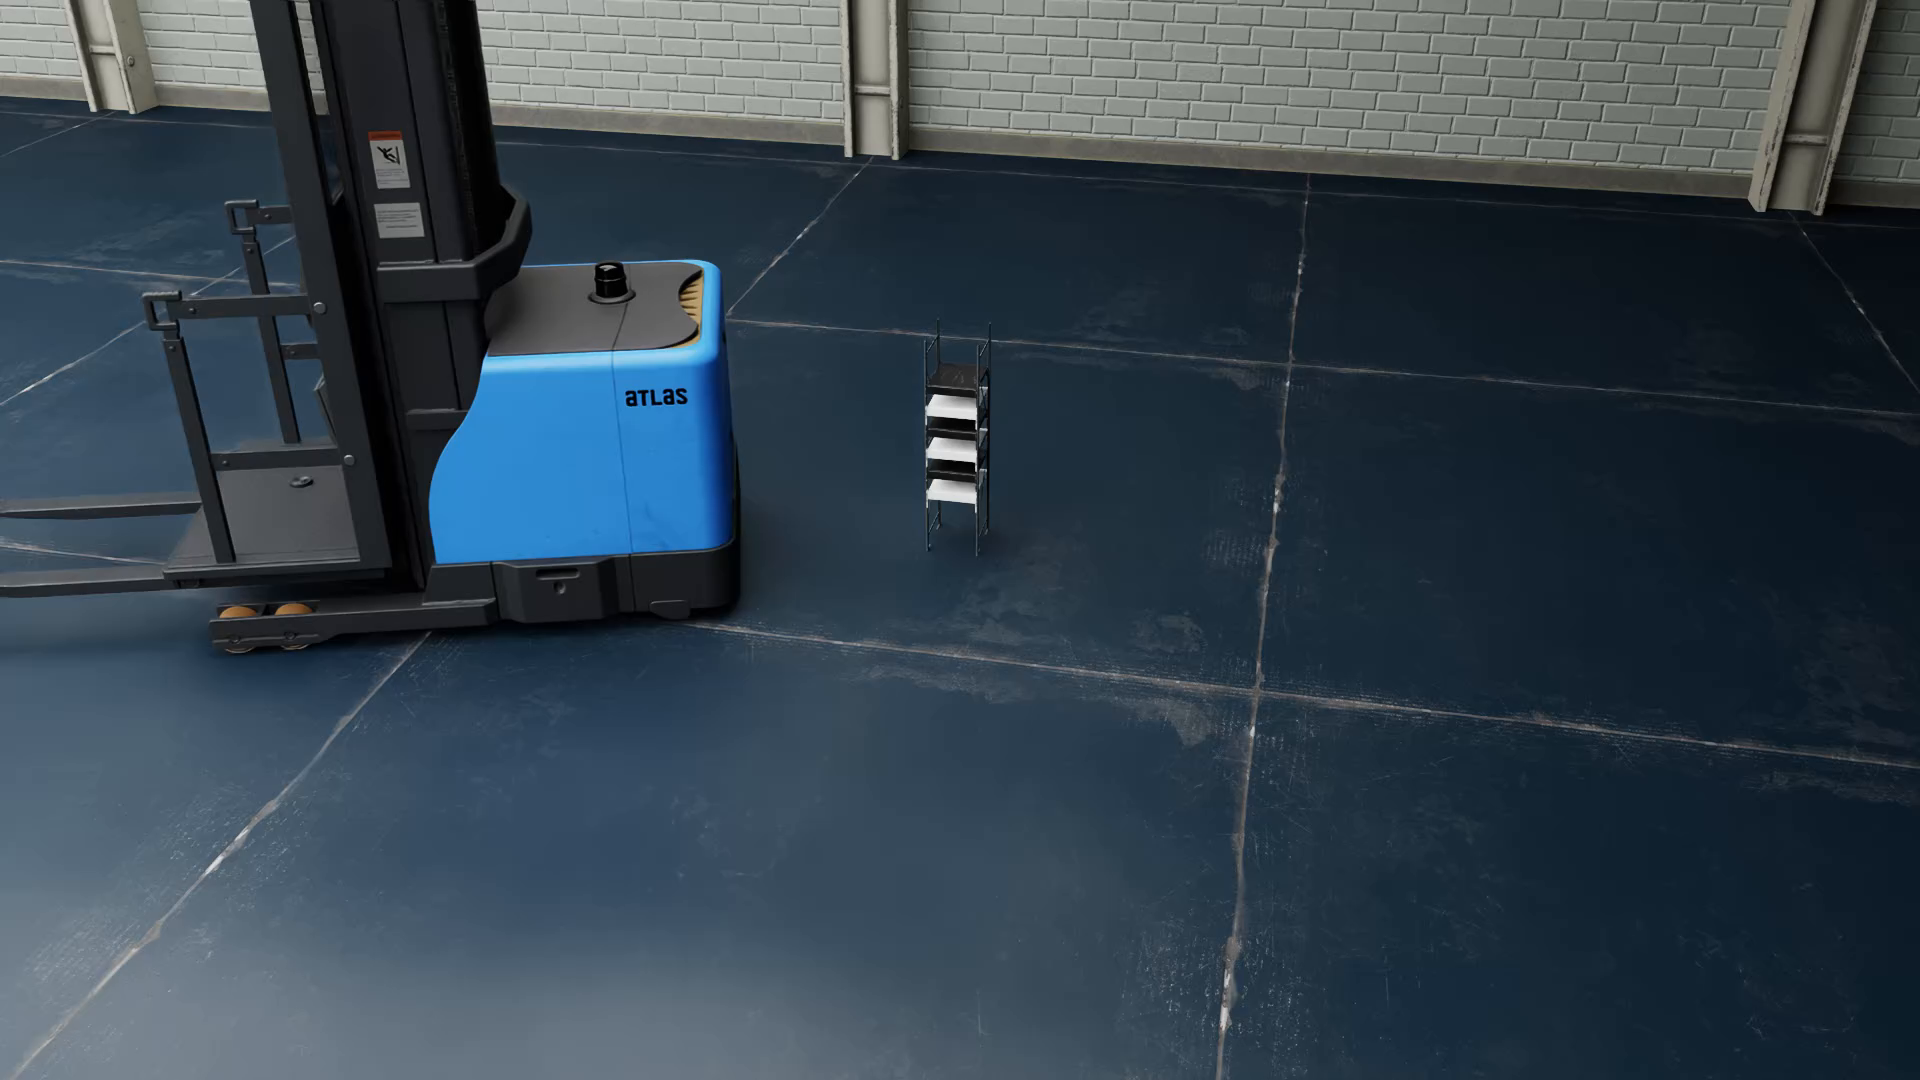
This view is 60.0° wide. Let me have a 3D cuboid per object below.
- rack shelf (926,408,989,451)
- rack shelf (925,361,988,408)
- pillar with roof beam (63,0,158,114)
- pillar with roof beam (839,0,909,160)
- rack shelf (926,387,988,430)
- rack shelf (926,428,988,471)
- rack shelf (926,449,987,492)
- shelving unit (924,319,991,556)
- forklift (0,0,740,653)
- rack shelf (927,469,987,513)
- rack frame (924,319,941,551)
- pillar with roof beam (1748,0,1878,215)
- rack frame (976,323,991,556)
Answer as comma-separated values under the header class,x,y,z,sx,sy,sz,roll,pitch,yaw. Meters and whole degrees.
class,x,y,z,sx,sy,sz,roll,pitch,yaw
rack shelf,-0.008,-0.445,6.508,0.200,0.077,0.258,6,29,11
rack shelf,-0.008,-0.603,6.422,0.200,0.077,0.258,6,29,11
pillar with roof beam,-7.350,-5.268,7.002,0.400,9.000,9.100,6,29,11
pillar with roof beam,-1.482,-4.666,5.903,0.400,9.000,9.100,6,29,11
rack shelf,-0.008,-0.524,6.465,0.200,0.077,0.258,6,29,11
rack shelf,-0.008,-0.366,6.551,0.200,0.077,0.258,6,29,11
rack shelf,-0.008,-0.287,6.595,0.200,0.077,0.258,6,29,11
shelving unit,-0.008,-0.396,6.535,0.210,0.900,0.258,6,29,11
forklift,-2.379,-1.145,5.790,3.031,2.935,1.130,-3,29,-6
rack shelf,-0.008,-0.208,6.638,0.200,0.077,0.258,6,29,11
rack frame,-0.107,-0.406,6.554,0.006,0.900,0.240,6,29,11
pillar with roof beam,4.385,-4.065,4.804,0.400,9.000,9.100,6,29,11
rack frame,0.091,-0.385,6.517,0.006,0.900,0.240,6,29,11
